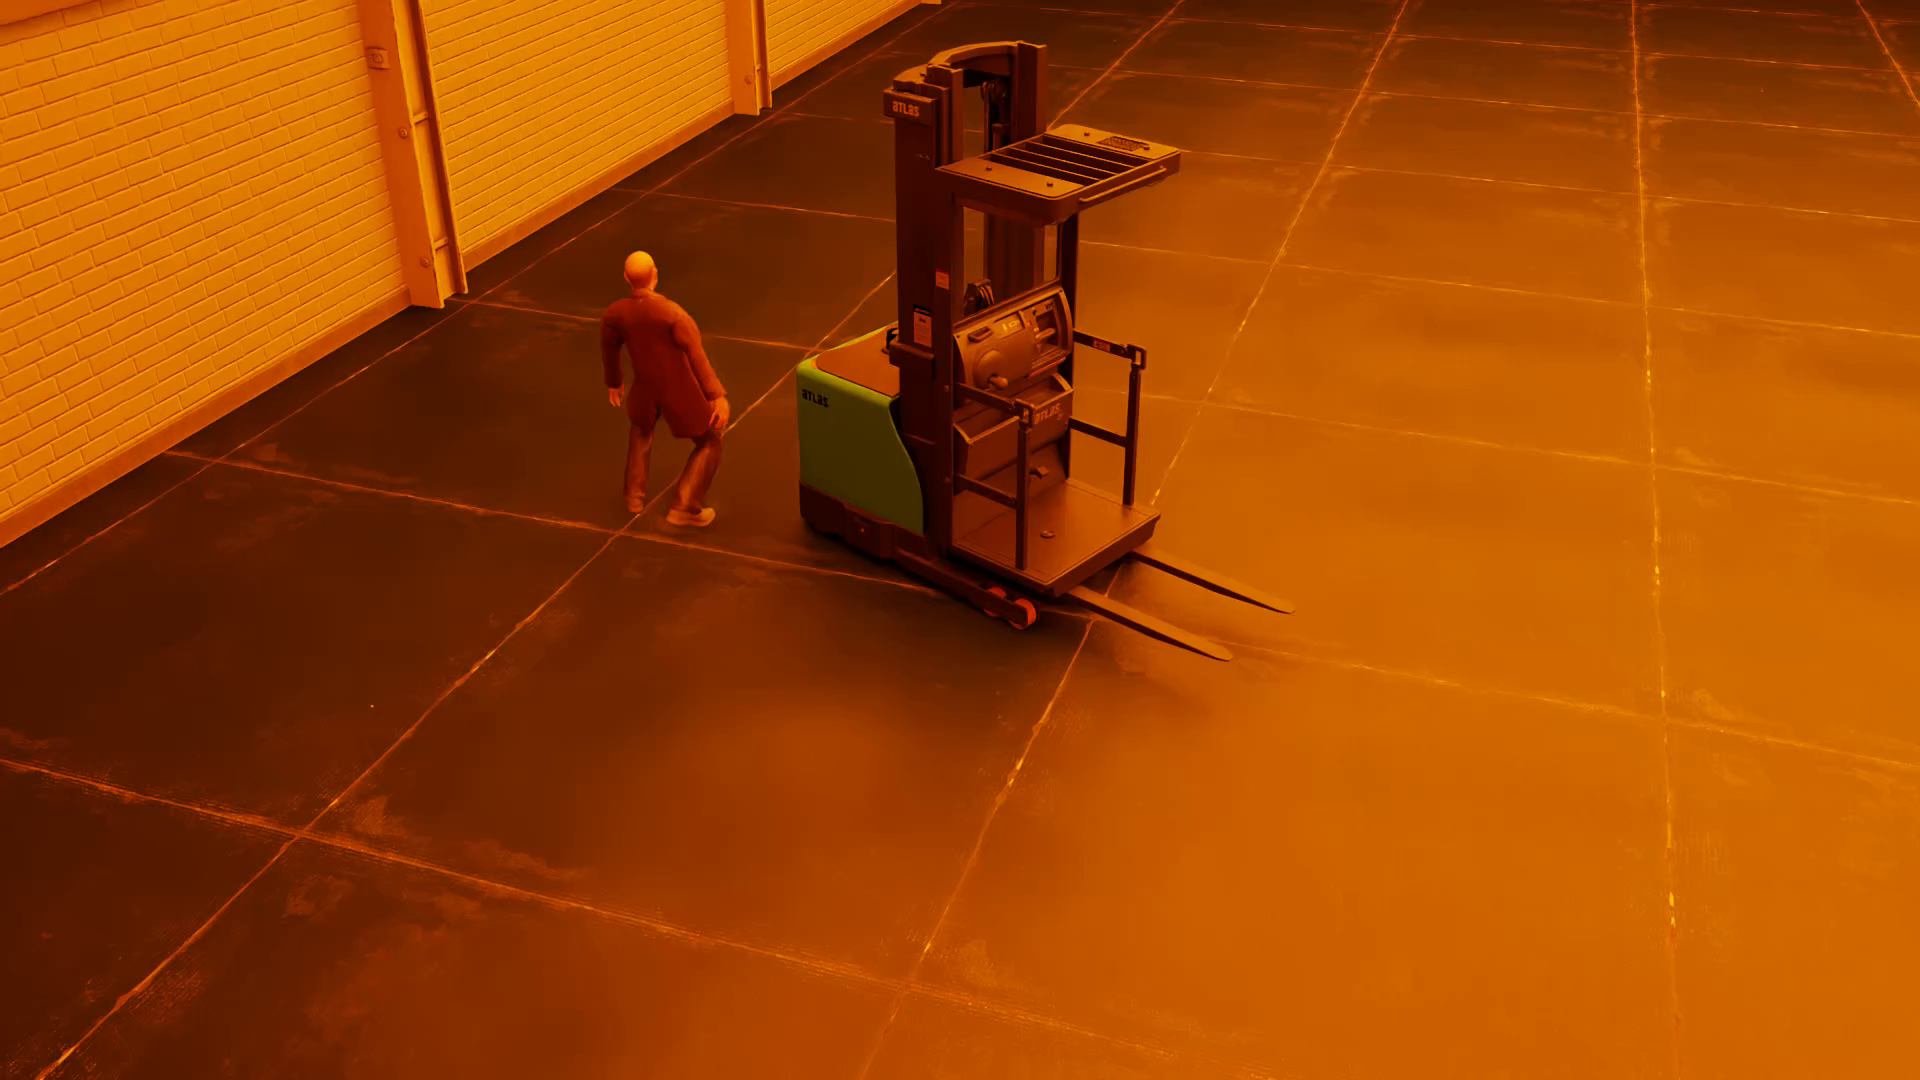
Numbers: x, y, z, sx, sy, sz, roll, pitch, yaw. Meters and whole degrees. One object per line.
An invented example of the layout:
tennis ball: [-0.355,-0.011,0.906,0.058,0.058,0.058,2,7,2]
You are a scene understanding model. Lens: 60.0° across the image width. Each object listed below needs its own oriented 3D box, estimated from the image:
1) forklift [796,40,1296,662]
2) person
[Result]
forklift: [0.459,-1.074,9.021,3.031,2.935,1.130,23,37,35]
person: [-1.745,-0.889,9.889,0.928,1.670,0.585,14,33,23]
